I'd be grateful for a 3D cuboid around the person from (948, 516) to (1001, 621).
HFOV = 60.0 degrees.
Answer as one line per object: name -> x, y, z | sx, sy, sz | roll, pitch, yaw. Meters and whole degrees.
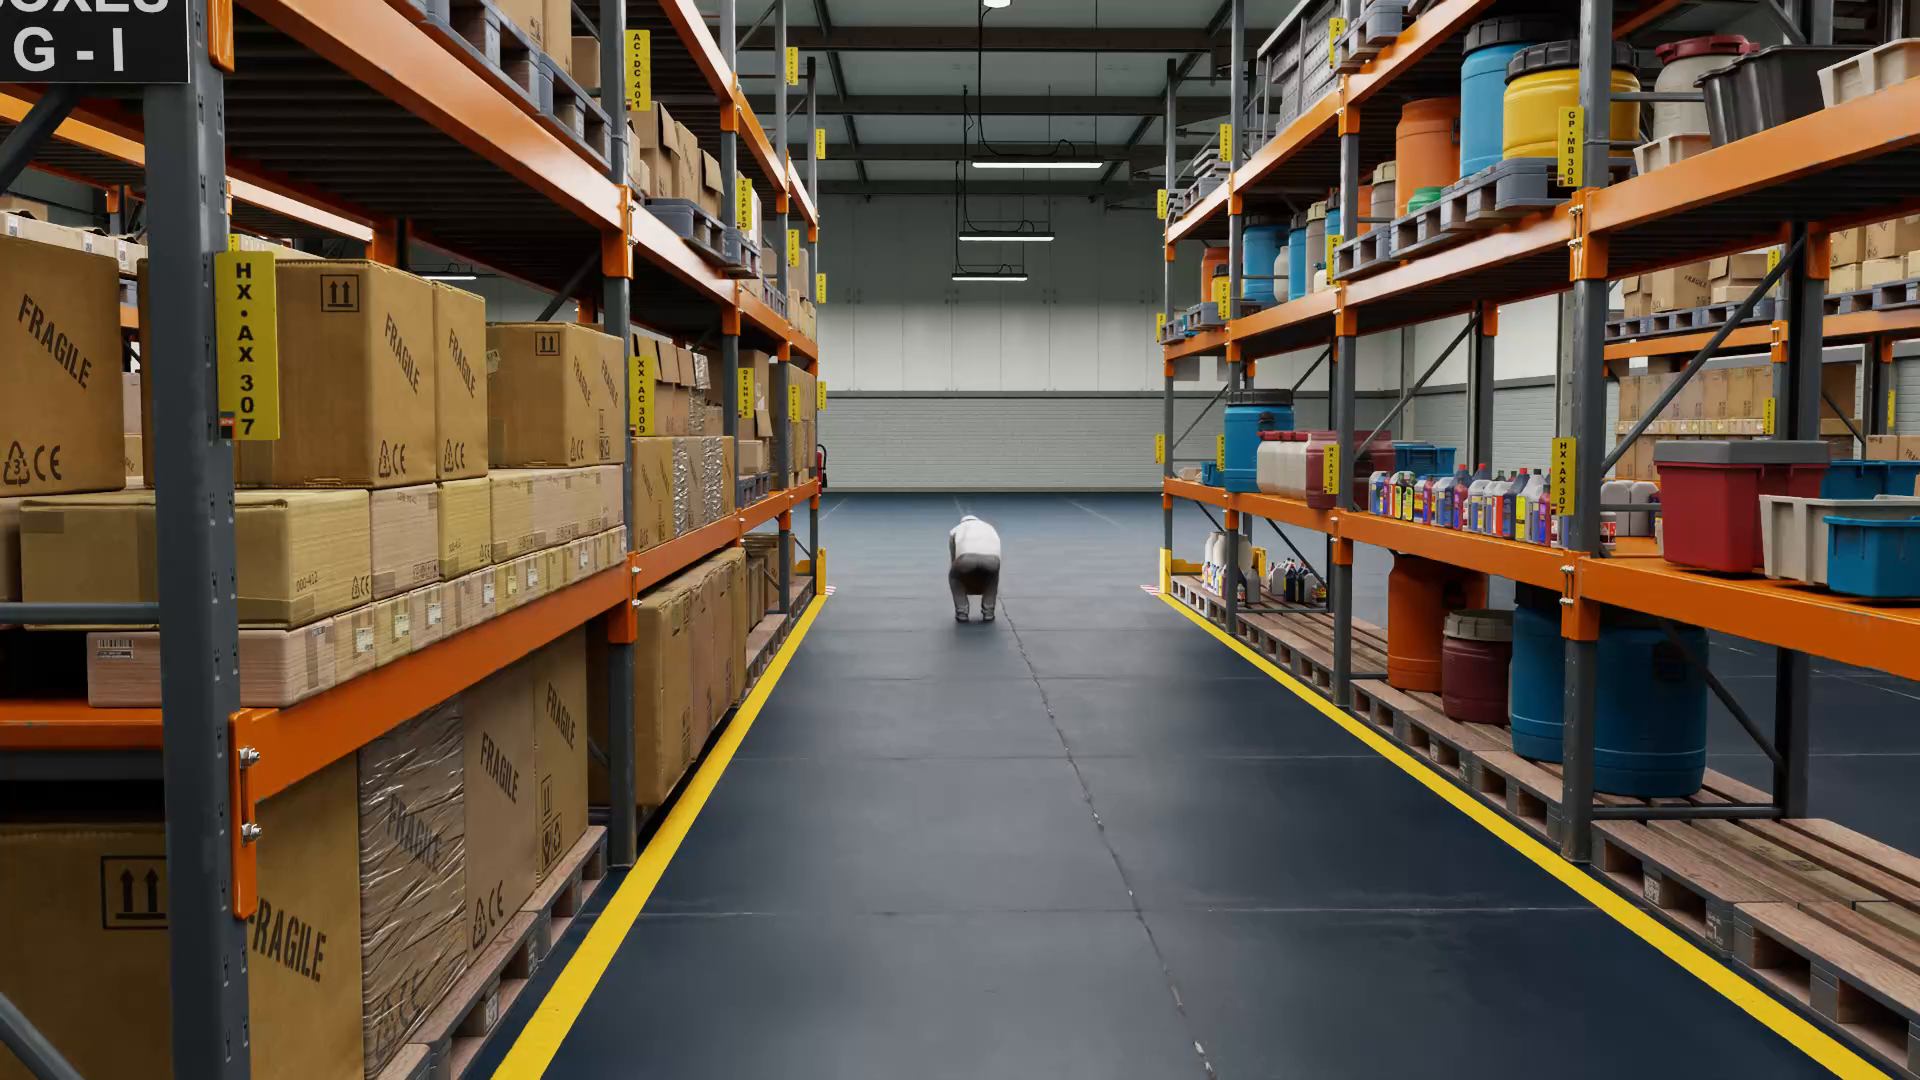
person -> 0.139, 0.274, 16.397 | 0.513, 0.987, 0.975 | 0, 4, -3
